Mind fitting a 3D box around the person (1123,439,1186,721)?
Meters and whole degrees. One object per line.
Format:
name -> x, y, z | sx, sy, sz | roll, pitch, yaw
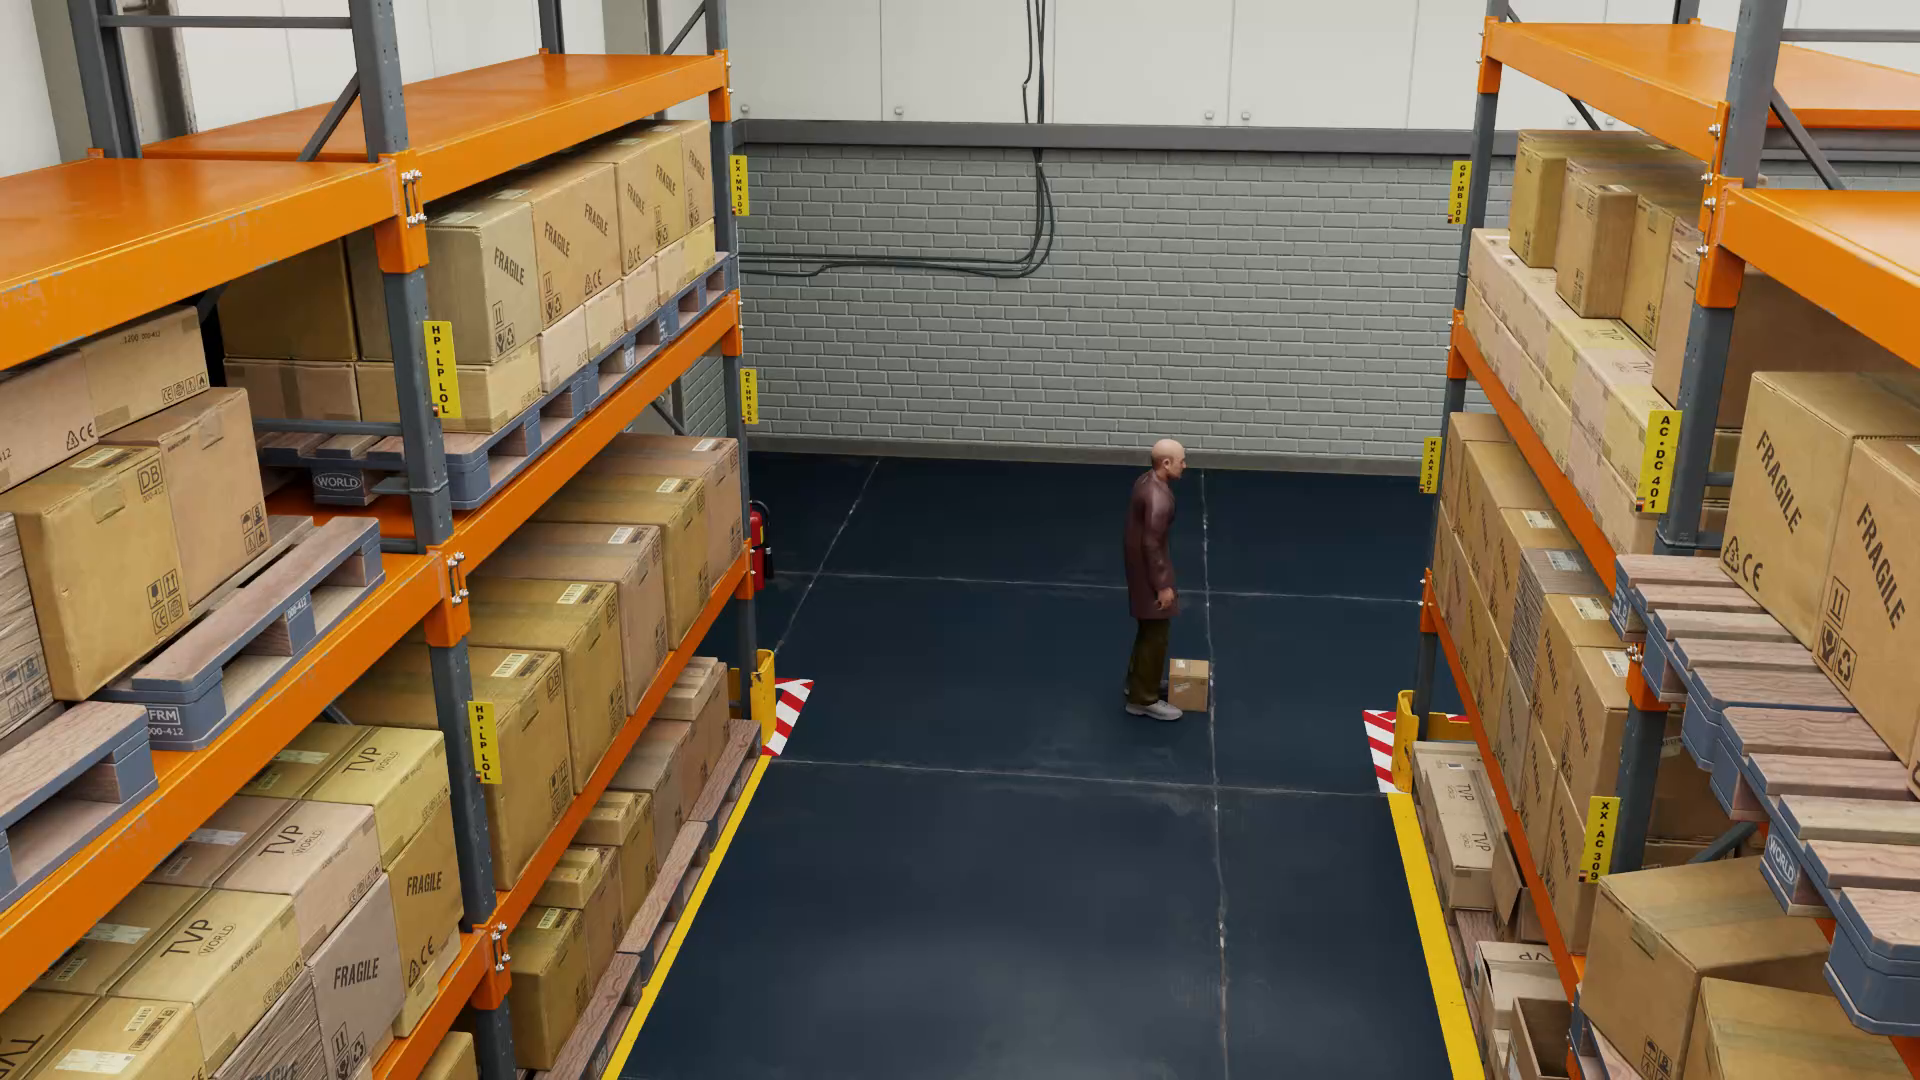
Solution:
person -> 1.235, 0.216, 10.534 | 0.419, 1.775, 0.655 | 1, 21, 4
